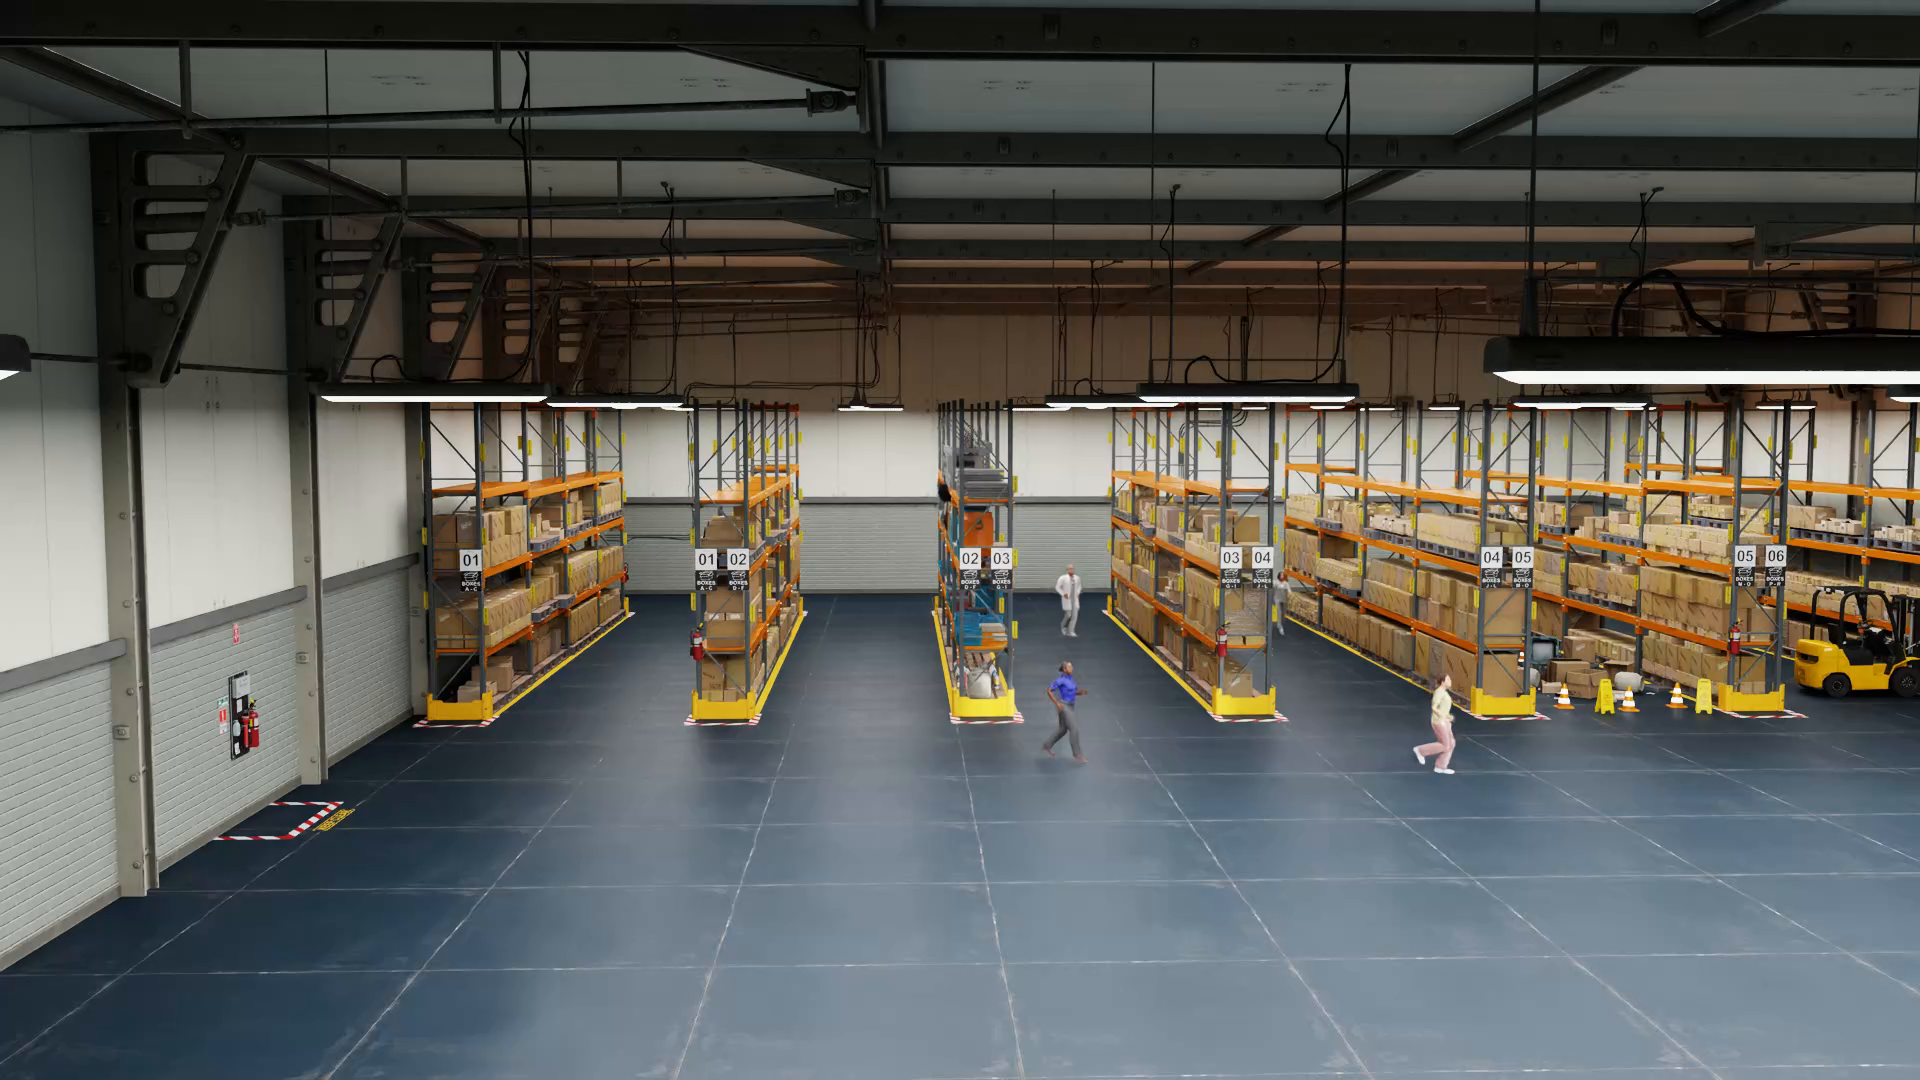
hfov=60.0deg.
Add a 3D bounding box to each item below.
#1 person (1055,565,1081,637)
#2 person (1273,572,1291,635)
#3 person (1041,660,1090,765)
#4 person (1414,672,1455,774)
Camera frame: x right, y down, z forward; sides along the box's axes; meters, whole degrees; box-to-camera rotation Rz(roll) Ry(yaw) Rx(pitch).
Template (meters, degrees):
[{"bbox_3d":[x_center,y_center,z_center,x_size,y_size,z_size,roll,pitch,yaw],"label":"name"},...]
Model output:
[{"bbox_3d":[2.693,1.480,40.673,0.702,1.747,0.748,-2,5,-20],"label":"person"},{"bbox_3d":[8.343,1.629,43.271,0.531,1.572,0.878,0,4,-6],"label":"person"},{"bbox_3d":[1.732,2.810,27.256,0.885,1.682,0.562,2,5,21],"label":"person"},{"bbox_3d":[7.574,2.907,26.506,0.622,1.621,0.569,2,5,22],"label":"person"}]
